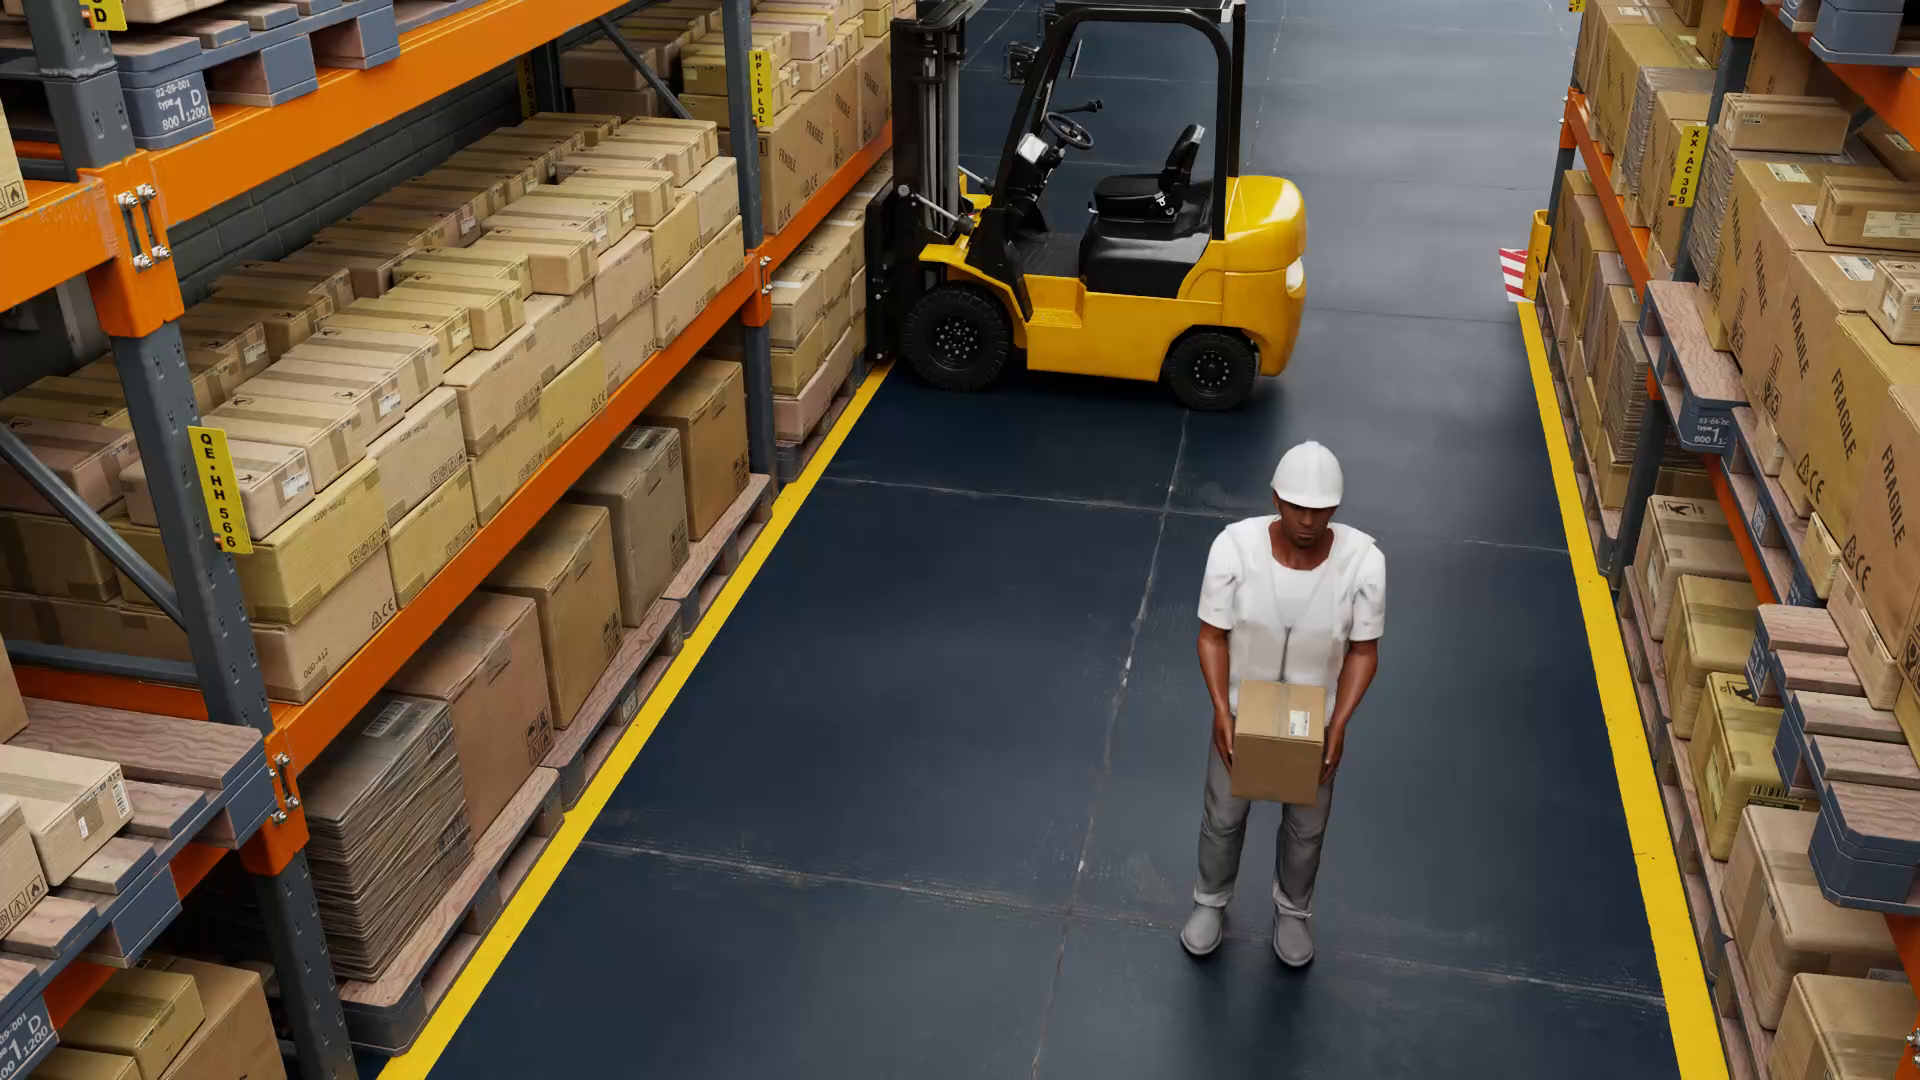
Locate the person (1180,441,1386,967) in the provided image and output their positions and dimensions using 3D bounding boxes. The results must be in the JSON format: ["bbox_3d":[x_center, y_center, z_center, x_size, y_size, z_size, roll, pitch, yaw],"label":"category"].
[{"bbox_3d":[0.977,0.552,5.086,0.553,1.769,0.532,6,29,10],"label":"person"}]
